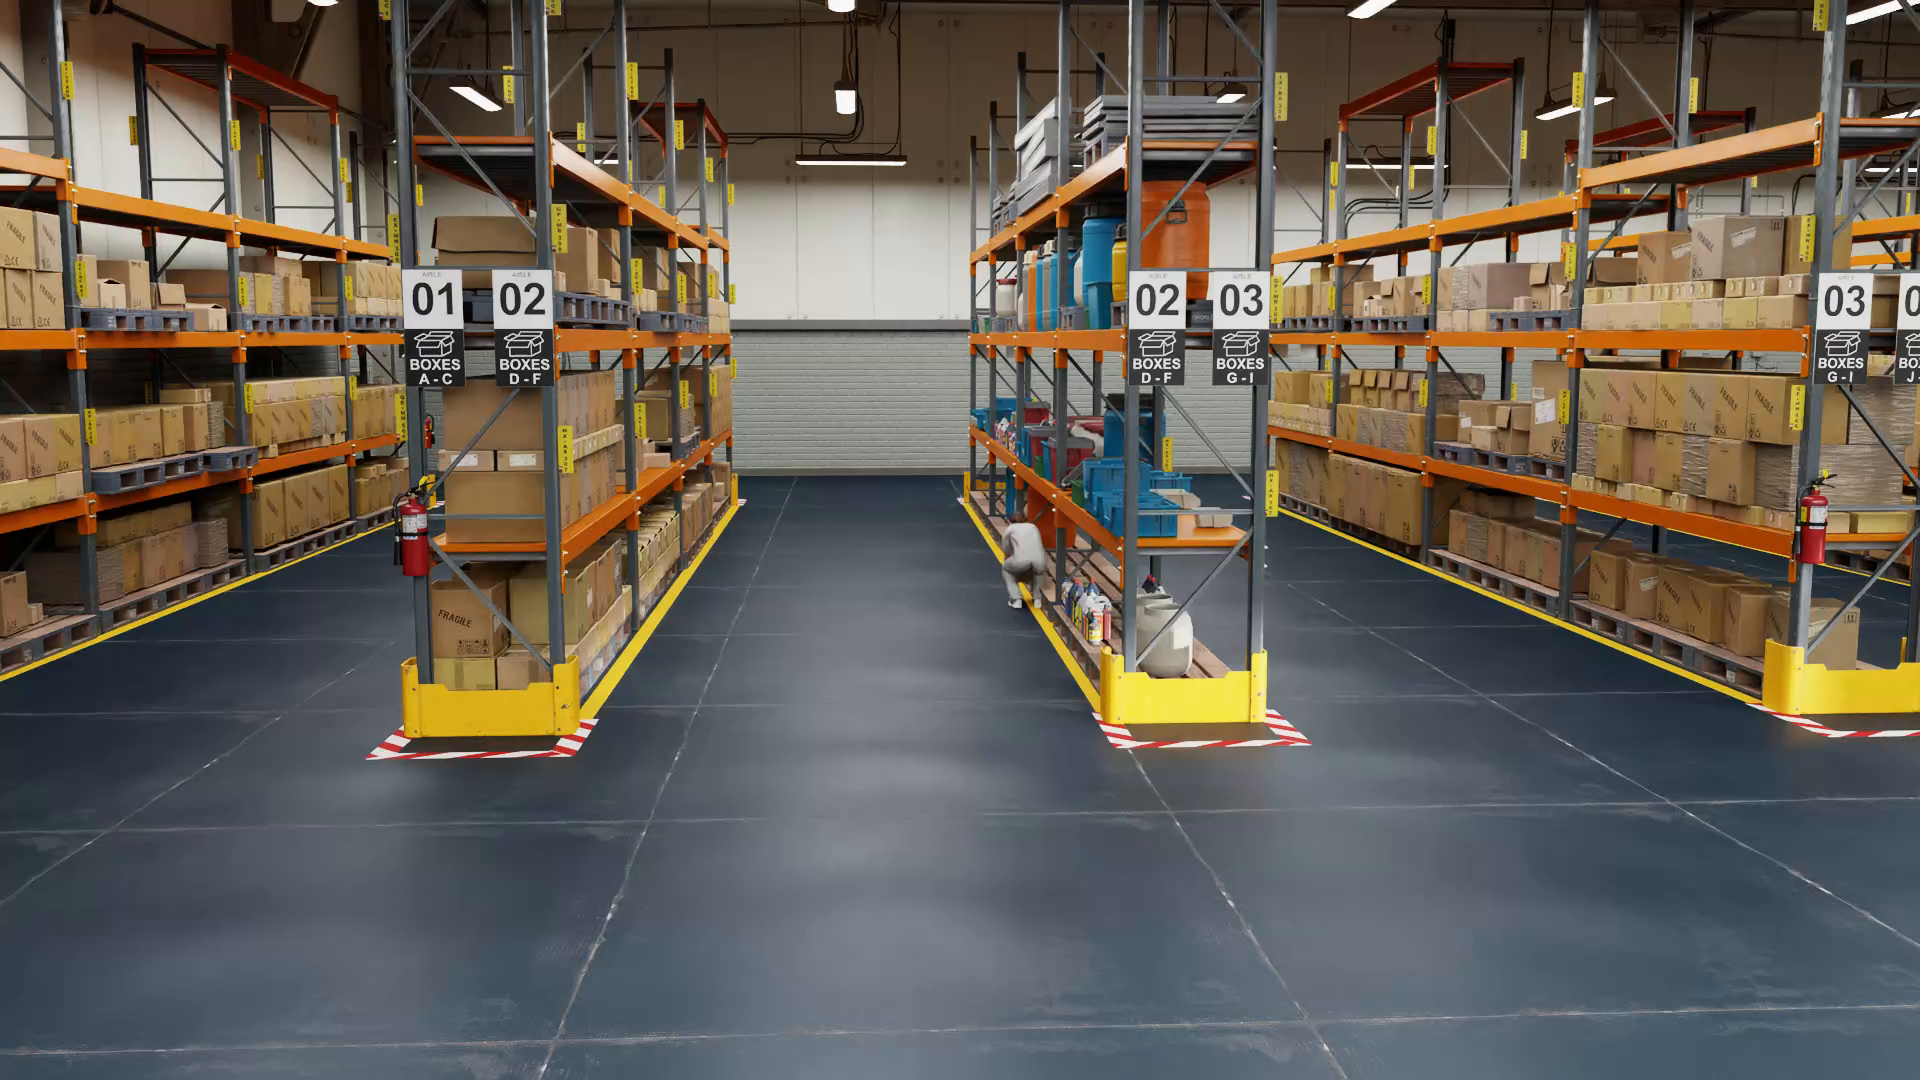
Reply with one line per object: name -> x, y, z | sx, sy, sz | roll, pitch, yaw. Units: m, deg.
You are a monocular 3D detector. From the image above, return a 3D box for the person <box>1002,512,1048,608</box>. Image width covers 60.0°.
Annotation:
person -> 0.669, 0.205, 17.136 | 0.458, 0.942, 0.829 | -1, 7, -5
